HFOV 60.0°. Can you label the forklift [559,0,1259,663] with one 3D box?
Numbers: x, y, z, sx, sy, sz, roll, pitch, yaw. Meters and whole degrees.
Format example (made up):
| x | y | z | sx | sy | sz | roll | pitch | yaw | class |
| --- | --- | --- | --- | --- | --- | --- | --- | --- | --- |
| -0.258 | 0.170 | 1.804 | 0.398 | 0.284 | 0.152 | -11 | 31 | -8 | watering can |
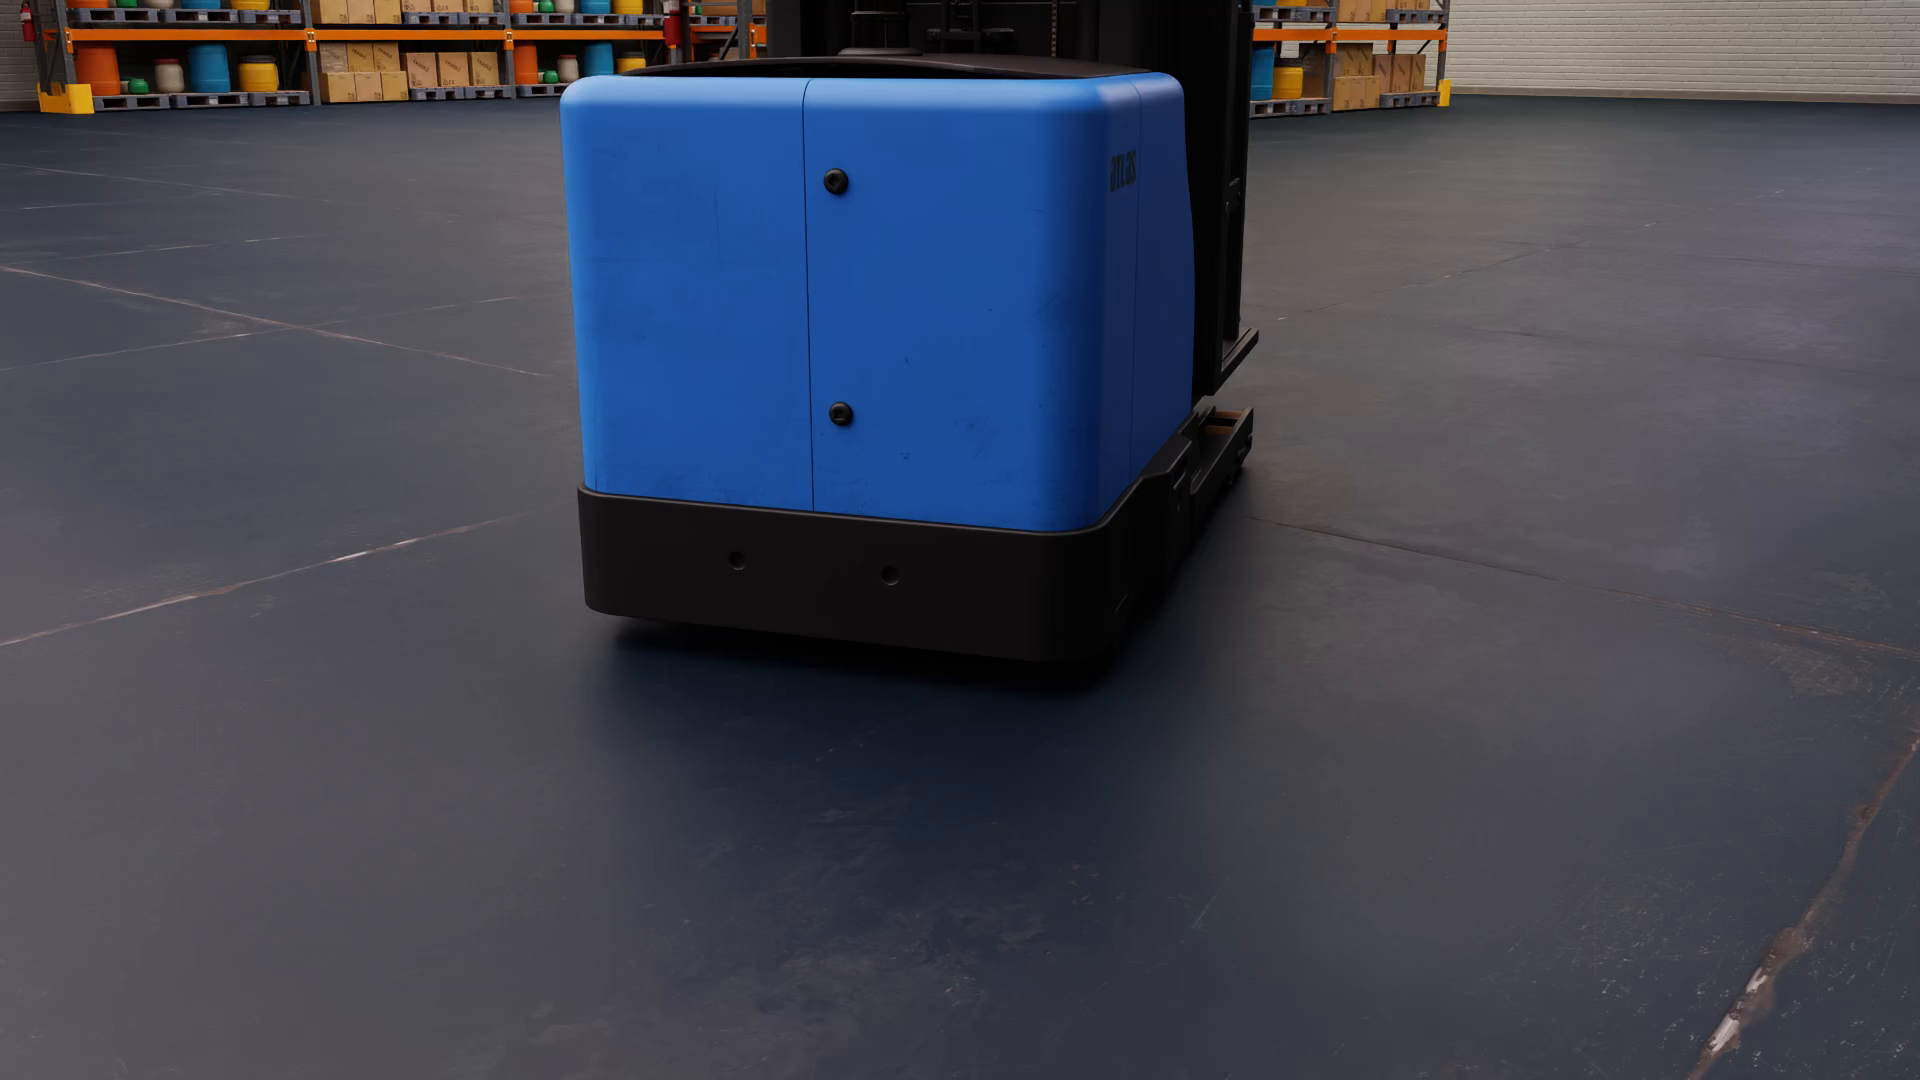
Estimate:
| x | y | z | sx | sy | sz | roll | pitch | yaw | class |
| --- | --- | --- | --- | --- | --- | --- | --- | --- | --- |
| 0.182 | -1.571 | 4.072 | 1.130 | 2.935 | 3.031 | 5 | 18 | 17 | forklift |
